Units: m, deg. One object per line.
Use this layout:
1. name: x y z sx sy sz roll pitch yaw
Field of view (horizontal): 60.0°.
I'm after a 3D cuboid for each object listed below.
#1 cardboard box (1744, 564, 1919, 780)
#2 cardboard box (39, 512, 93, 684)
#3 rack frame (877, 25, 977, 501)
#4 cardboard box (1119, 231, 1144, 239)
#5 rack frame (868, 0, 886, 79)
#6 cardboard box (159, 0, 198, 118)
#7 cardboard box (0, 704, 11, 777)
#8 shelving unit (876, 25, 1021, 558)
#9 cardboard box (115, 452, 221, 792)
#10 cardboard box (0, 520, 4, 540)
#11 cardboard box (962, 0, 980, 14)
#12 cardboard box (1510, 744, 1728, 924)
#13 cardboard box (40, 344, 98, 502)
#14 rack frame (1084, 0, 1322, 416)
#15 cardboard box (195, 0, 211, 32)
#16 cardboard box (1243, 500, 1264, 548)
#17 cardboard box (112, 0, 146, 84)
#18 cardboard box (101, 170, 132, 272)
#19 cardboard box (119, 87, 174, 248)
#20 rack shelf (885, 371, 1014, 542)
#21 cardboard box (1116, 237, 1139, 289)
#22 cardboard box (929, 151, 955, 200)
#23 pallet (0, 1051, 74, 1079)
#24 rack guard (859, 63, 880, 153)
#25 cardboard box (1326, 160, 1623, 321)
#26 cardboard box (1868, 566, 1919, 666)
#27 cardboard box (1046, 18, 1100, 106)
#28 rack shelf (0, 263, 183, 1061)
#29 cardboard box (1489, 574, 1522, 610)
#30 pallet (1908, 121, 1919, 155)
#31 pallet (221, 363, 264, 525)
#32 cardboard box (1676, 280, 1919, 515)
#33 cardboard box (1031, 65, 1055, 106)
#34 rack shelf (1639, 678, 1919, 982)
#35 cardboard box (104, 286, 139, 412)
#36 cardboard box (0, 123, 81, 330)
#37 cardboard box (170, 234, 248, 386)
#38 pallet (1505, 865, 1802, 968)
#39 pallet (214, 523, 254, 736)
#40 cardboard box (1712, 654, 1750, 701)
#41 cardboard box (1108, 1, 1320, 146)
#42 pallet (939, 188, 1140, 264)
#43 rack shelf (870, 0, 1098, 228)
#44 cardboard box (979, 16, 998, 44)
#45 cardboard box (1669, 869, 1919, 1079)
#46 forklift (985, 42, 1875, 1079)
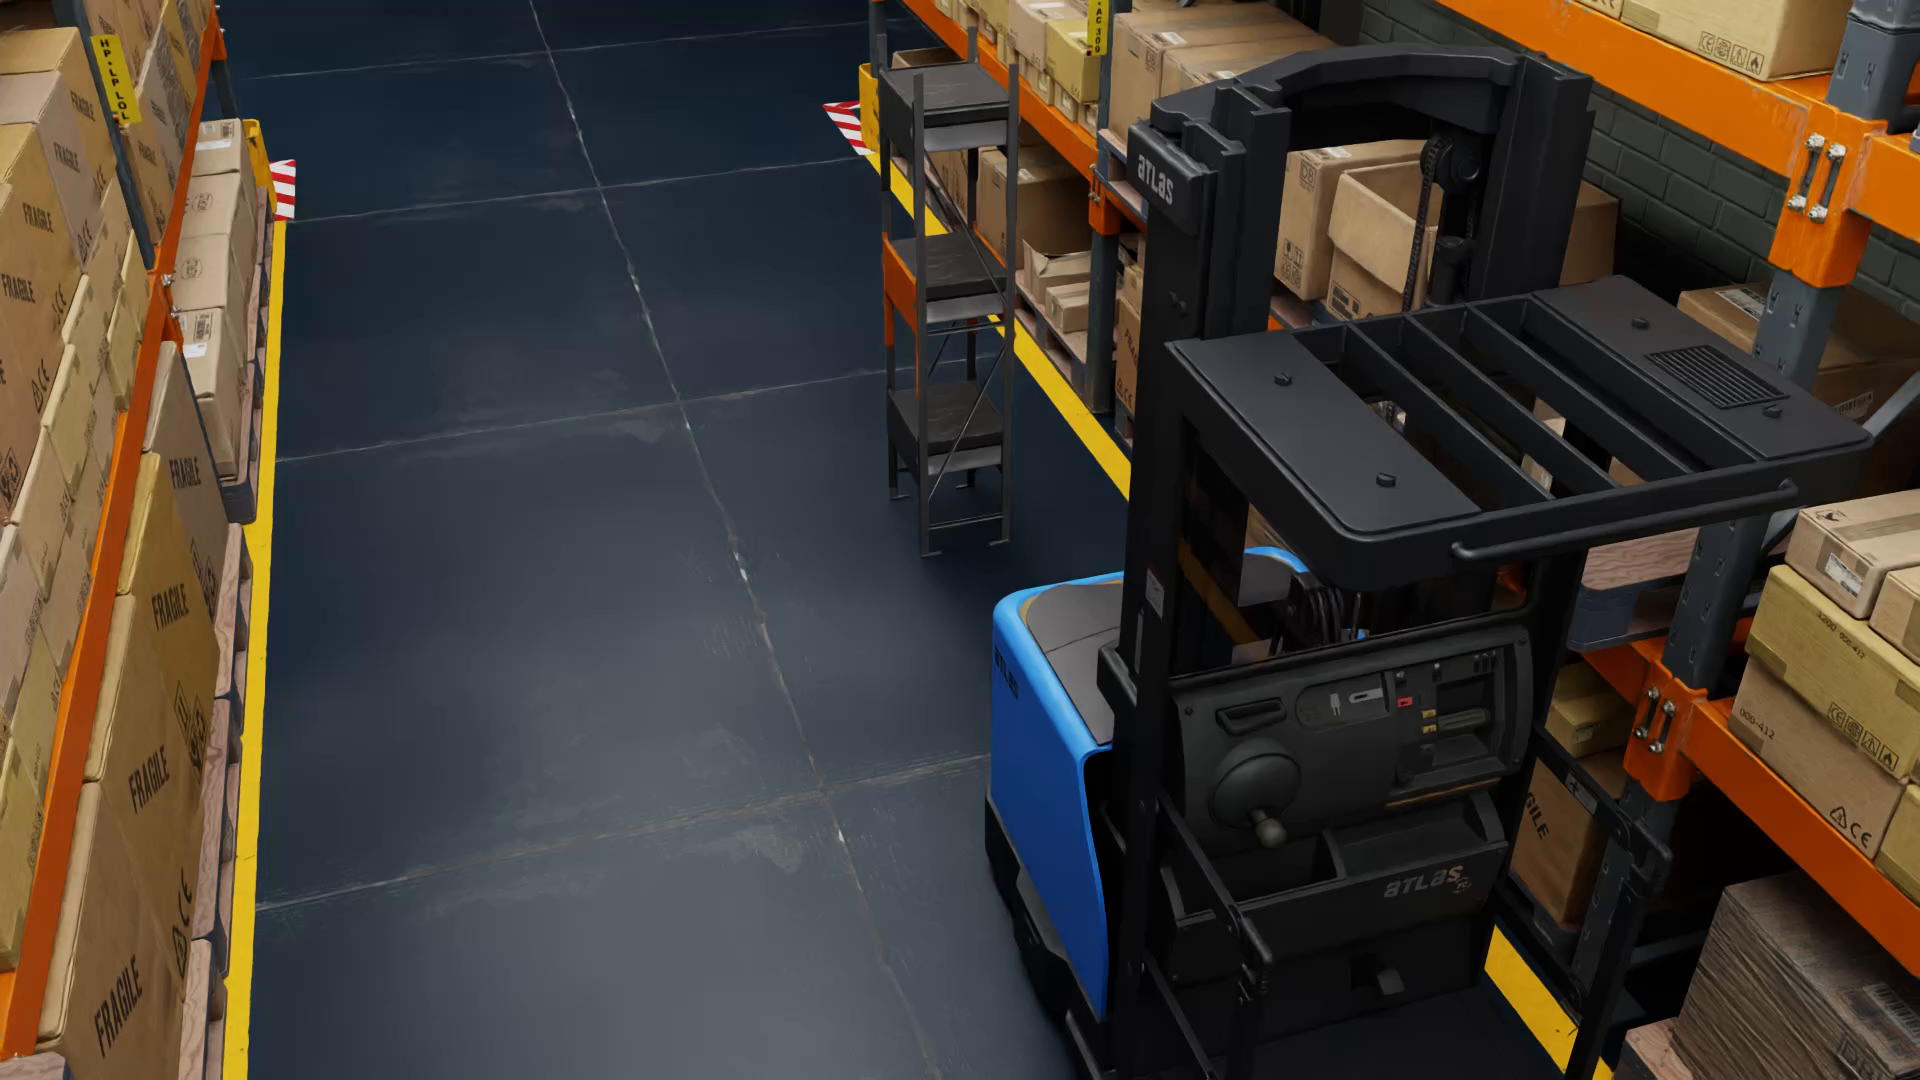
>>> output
1. cardboard box: 2.210 0.252 3.830 0.500 0.250 0.500 -10 35 -15
2. cardboard box: -2.633 0.177 4.397 0.500 0.250 0.500 -9 34 -13
3. rack frame: -0.125 -1.091 6.997 0.400 2.100 0.015 -10 35 -15
4. cardboard box: 1.002 -1.580 9.125 0.380 0.149 0.250 -10 35 -15
5. rack frame: -0.110 -4.080 10.704 1.000 3.000 0.127 -10 35 -15
6. cardboard box: -3.961 -2.273 7.878 0.500 0.500 0.500 -9 35 -13
7. cardboard box: -2.315 0.503 3.450 0.500 0.250 0.500 -10 35 -15
8. shelving unit: -0.050 -0.963 6.803 0.431 2.100 0.503 -10 35 -15
9. cardboard box: -3.067 0.353 5.541 0.875 0.875 0.875 -9 35 -13
10. cardboard box: -2.473 -0.061 3.624 0.500 0.500 0.500 -10 35 -15
11. cardboard box: 0.260 -3.063 9.031 0.500 0.250 0.500 -11 35 -16
12. cardboard box: 1.997 0.802 5.202 0.500 0.500 0.500 -9 35 -13
13. cardboard box: -2.754 -0.301 4.667 0.500 0.250 0.500 -9 35 -14
14. rack frame: 1.111 -1.980 7.526 1.000 3.000 0.127 -10 35 -15
15. cardboard box: -4.436 -3.076 9.094 0.500 0.500 0.500 -10 35 -14
16. cardboard box: 1.364 -0.280 6.839 0.500 0.500 0.500 -11 35 -16
17. cardboard box: -3.678 -2.159 6.799 0.500 0.500 0.500 -10 35 -15
18. cardboard box: -3.249 -1.099 5.874 0.500 0.250 0.500 -10 35 -15
19. cardboard box: -3.509 -1.475 6.671 0.500 0.500 0.500 -9 34 -13
20. rack shelf: -0.050 -0.368 7.196 0.431 0.518 0.480 -10 35 -15
21. cardboard box: 1.134 -1.420 8.736 0.500 0.311 0.500 -9 34 -13
22. cardboard box: 0.210 -2.420 10.078 0.700 0.500 0.500 -9 34 -13
23. pallet: -2.076 1.393 2.595 1.213 0.211 1.003 -10 35 -15
24. rack guard: -0.086 -2.997 11.332 1.175 0.500 0.348 -10 35 -15
25. cardboard box: 1.657 -0.924 5.453 0.797 0.503 0.637 -11 35 -16
26. cardboard box: 2.230 0.165 3.601 0.380 0.149 0.250 -9 35 -14
27. cardboard box: 0.723 -2.268 7.827 0.500 0.250 0.500 -9 35 -14
28. rack shelf: -3.005 0.207 4.869 1.077 0.370 4.000 -10 35 -15
29. cardboard box: 1.788 0.217 5.499 0.380 0.149 0.250 -11 35 -16
30. pallet: 2.623 -0.711 3.056 1.213 0.211 1.003 -8 34 -13
31. pallet: -3.773 -0.392 7.652 1.003 0.211 1.213 -10 35 -15
32. cardboard box: 2.323 -0.393 4.653 0.500 0.500 0.500 -8 34 -12
33. cardboard box: 0.570 -2.266 8.186 0.380 0.149 0.250 -9 35 -13
34. rack shelf: 2.941 1.470 2.957 1.077 0.370 4.000 -10 35 -15
35. cardboard box: -3.084 -0.620 5.604 0.500 0.250 0.500 -10 35 -15
36. cardboard box: -2.939 -0.870 4.848 0.500 0.500 0.500 -9 35 -13
37. cardboard box: -3.978 -1.067 8.087 0.875 0.438 0.875 -11 35 -16
38. pallet: 2.139 0.885 5.719 1.003 0.211 1.213 -10 35 -15
39. pallet: -3.308 0.413 6.434 1.003 0.211 1.213 -10 35 -15
40. cardboard box: 2.468 0.391 5.236 0.380 0.149 0.250 -8 34 -12
41. cardboard box: 1.045 -1.905 6.941 0.700 0.500 0.500 -9 35 -14
42. pallet: 0.526 -1.819 9.811 1.003 0.211 1.213 -10 35 -15
43. rack shelf: 0.501 -2.730 9.313 1.077 0.370 4.000 -10 35 -15
44. cardboard box: 0.319 -2.813 9.014 0.380 0.149 0.250 -10 35 -15
45. cardboard box: 2.508 1.265 4.387 0.875 0.625 0.625 -9 34 -13
46. forklift: 1.017 0.529 3.791 1.130 2.935 3.031 -10 35 -15
